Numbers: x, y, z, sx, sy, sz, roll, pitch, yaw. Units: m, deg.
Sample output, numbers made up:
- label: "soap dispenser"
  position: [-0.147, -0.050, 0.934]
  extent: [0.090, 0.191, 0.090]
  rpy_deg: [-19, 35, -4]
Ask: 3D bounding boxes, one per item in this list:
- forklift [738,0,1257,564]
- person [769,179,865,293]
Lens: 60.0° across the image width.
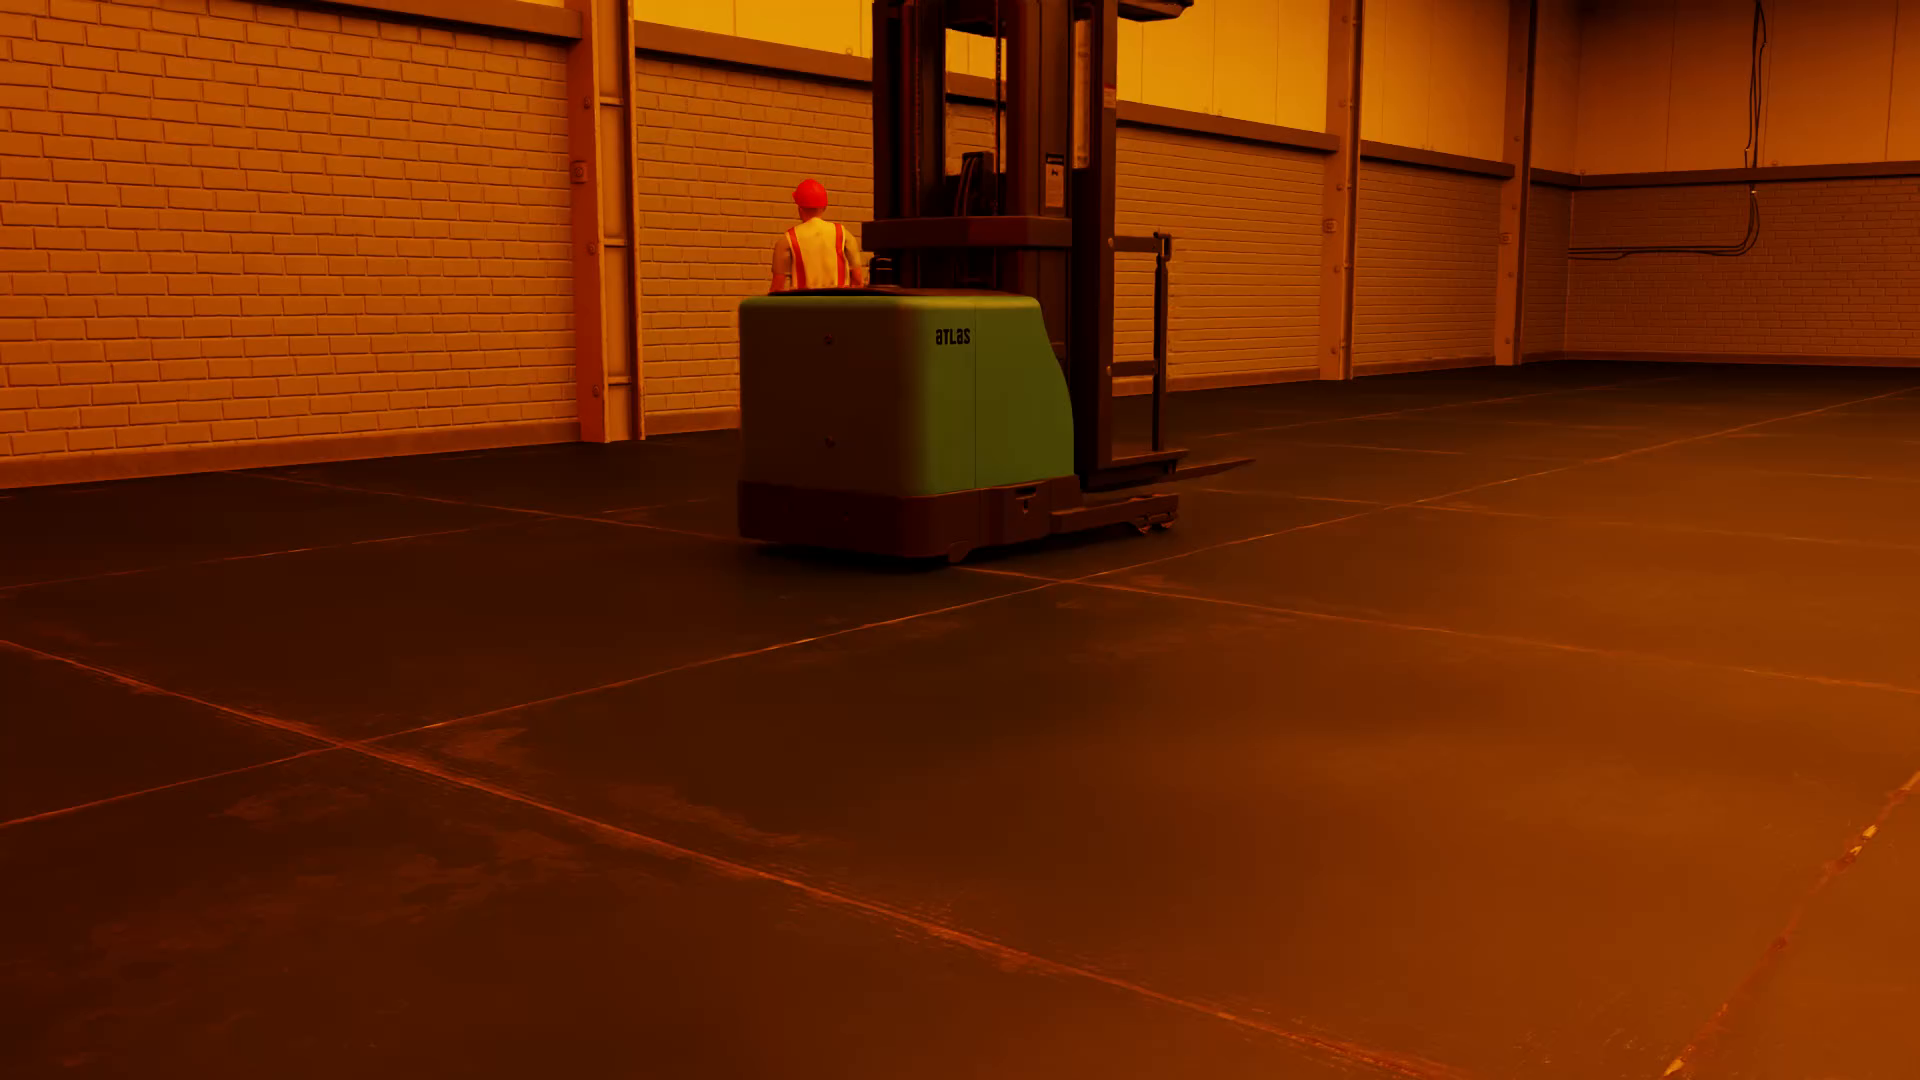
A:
- label: "forklift"
  position: [0.373, -1.522, 7.685]
  extent: [1.130, 2.935, 3.031]
  rpy_deg: [7, 11, 38]
- label: "person"
  position: [-0.912, -1.376, 10.585]
  extent: [0.638, 1.787, 0.564]
  rpy_deg: [-2, 9, -14]
